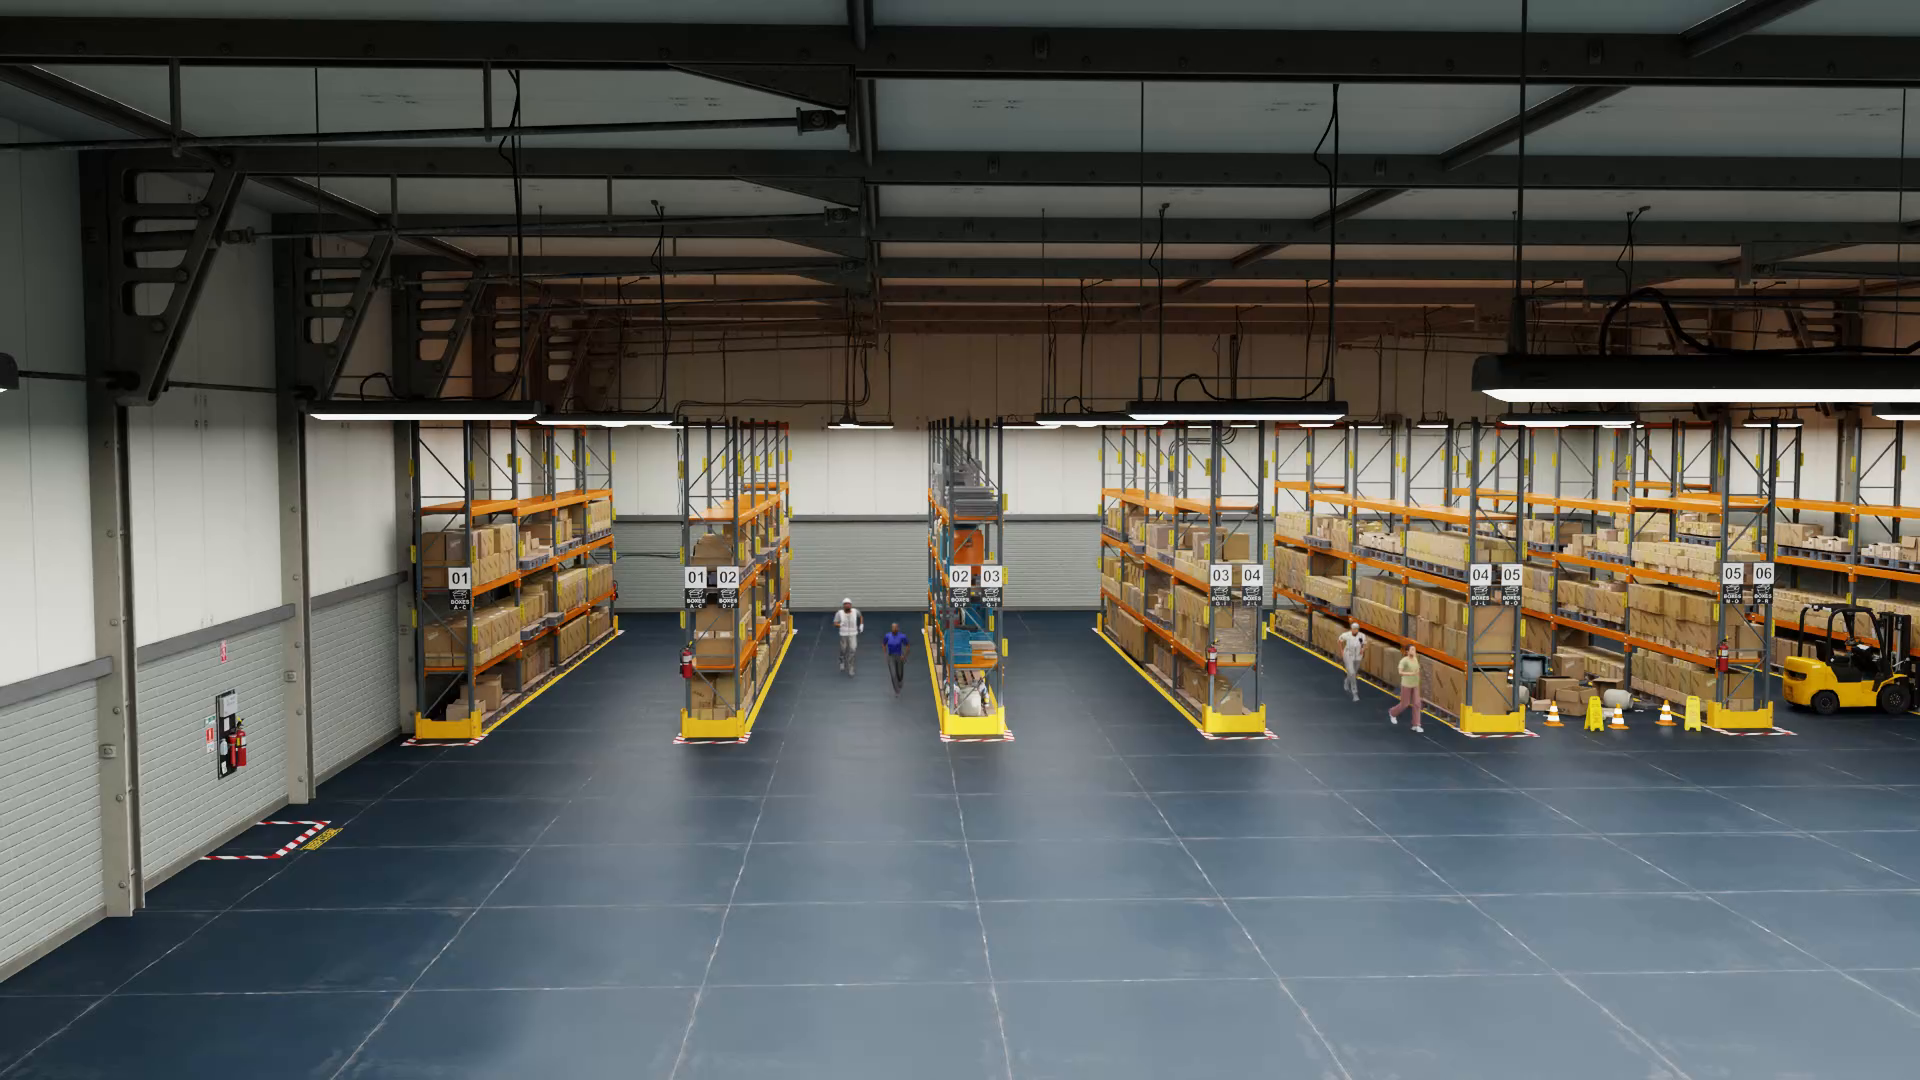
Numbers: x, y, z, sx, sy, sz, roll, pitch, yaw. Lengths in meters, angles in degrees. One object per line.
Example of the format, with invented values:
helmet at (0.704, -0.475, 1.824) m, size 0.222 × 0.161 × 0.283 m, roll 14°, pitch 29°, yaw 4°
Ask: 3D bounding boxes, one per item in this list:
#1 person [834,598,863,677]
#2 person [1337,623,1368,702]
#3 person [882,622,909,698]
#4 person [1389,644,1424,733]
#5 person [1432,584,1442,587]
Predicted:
person at (-2.632, 2.274, 39.234) m, size 0.693 × 1.828 × 0.922 m, roll 0°, pitch 4°, yaw -6°
person at (8.432, 2.584, 35.755) m, size 0.609 × 1.668 × 1.059 m, roll 0°, pitch 4°, yaw -6°
person at (-1.398, 2.582, 35.973) m, size 0.598 × 1.626 × 0.630 m, roll 0°, pitch 4°, yaw 2°
person at (8.571, 2.800, 31.817) m, size 0.582 × 1.656 × 0.915 m, roll -2°, pitch 4°, yaw -26°
person at (14.338, 1.616, 49.400) m, size 0.962 × 1.713 × 0.771 m, roll 1°, pitch 4°, yaw 14°
